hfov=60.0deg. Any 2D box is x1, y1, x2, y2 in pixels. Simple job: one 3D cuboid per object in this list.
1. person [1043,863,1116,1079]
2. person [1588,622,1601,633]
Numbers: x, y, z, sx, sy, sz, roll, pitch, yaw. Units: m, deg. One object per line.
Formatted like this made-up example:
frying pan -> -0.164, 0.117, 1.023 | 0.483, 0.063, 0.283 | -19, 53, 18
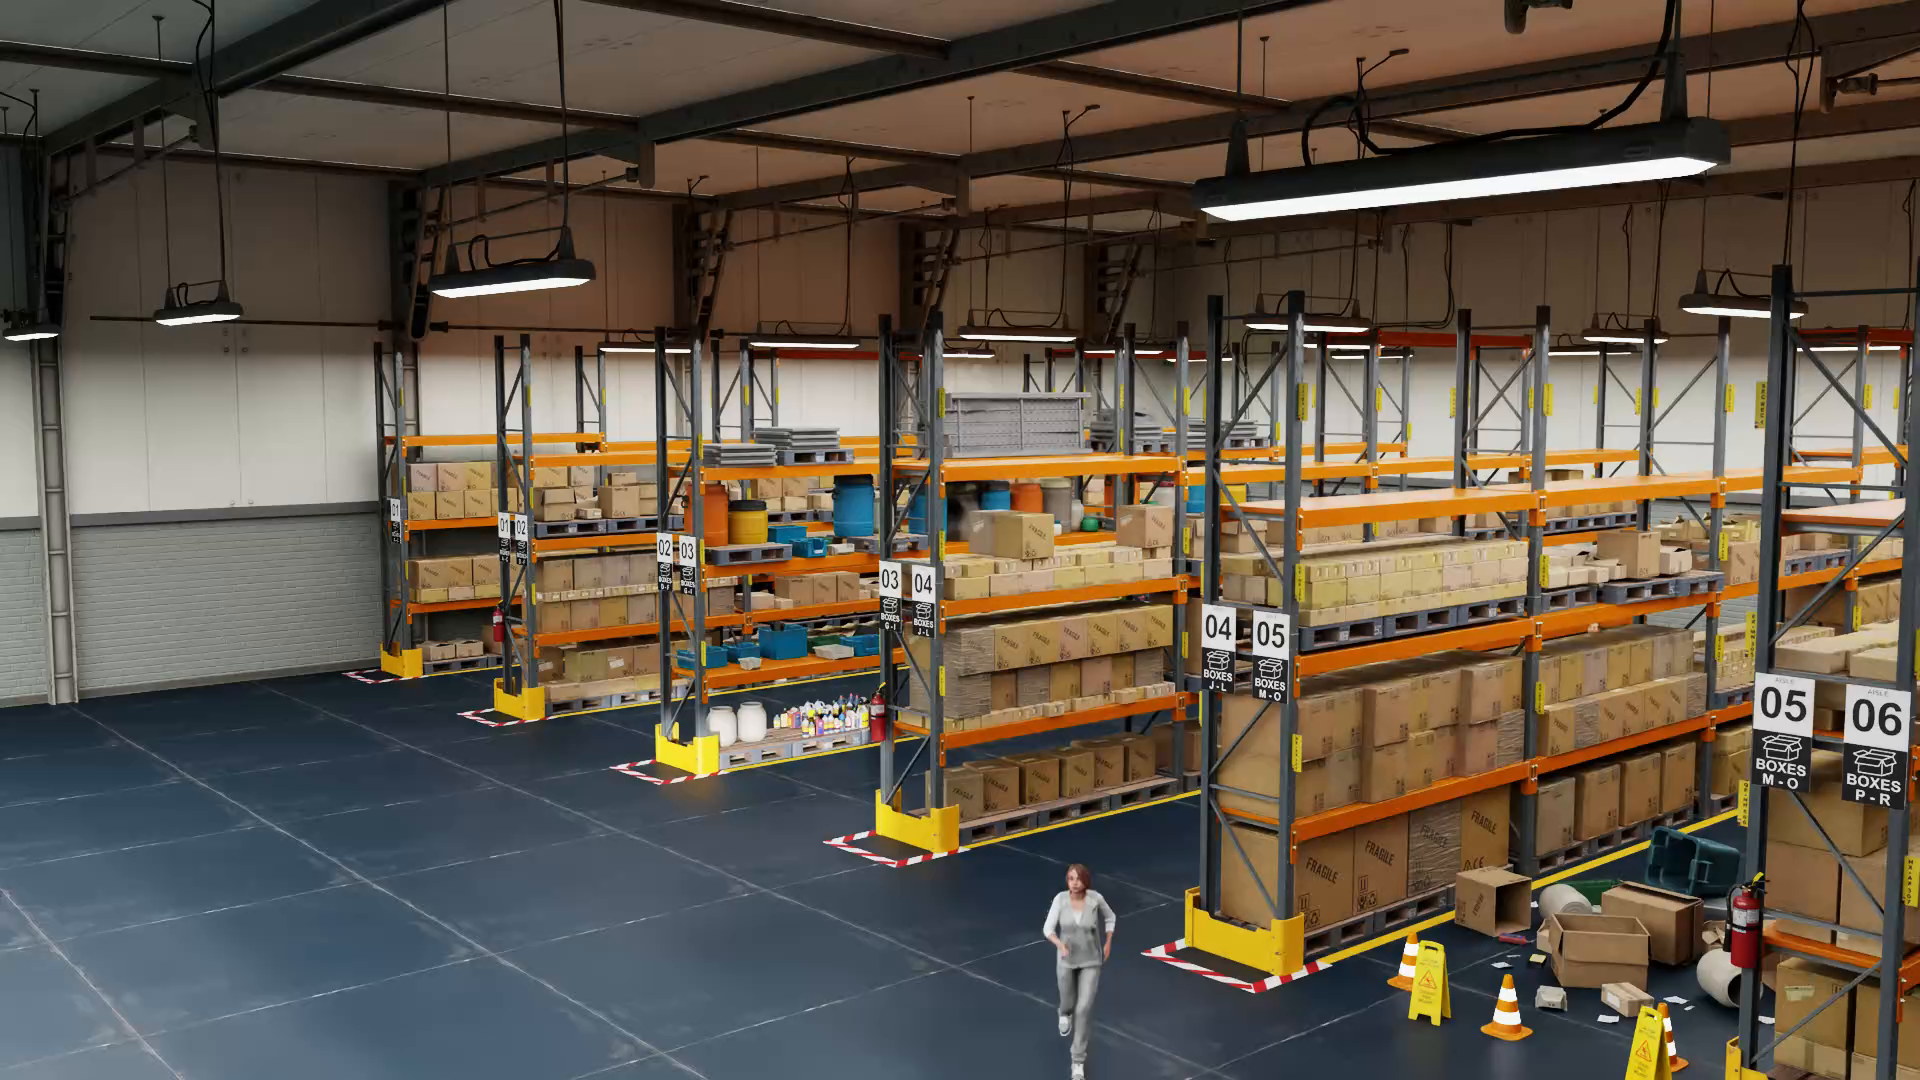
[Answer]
person -> 0.912, 3.227, 12.683 | 0.550, 1.596, 0.859 | 1, 5, 7
person -> 9.568, 2.051, 25.293 | 0.570, 1.684, 0.714 | 5, 7, 42
